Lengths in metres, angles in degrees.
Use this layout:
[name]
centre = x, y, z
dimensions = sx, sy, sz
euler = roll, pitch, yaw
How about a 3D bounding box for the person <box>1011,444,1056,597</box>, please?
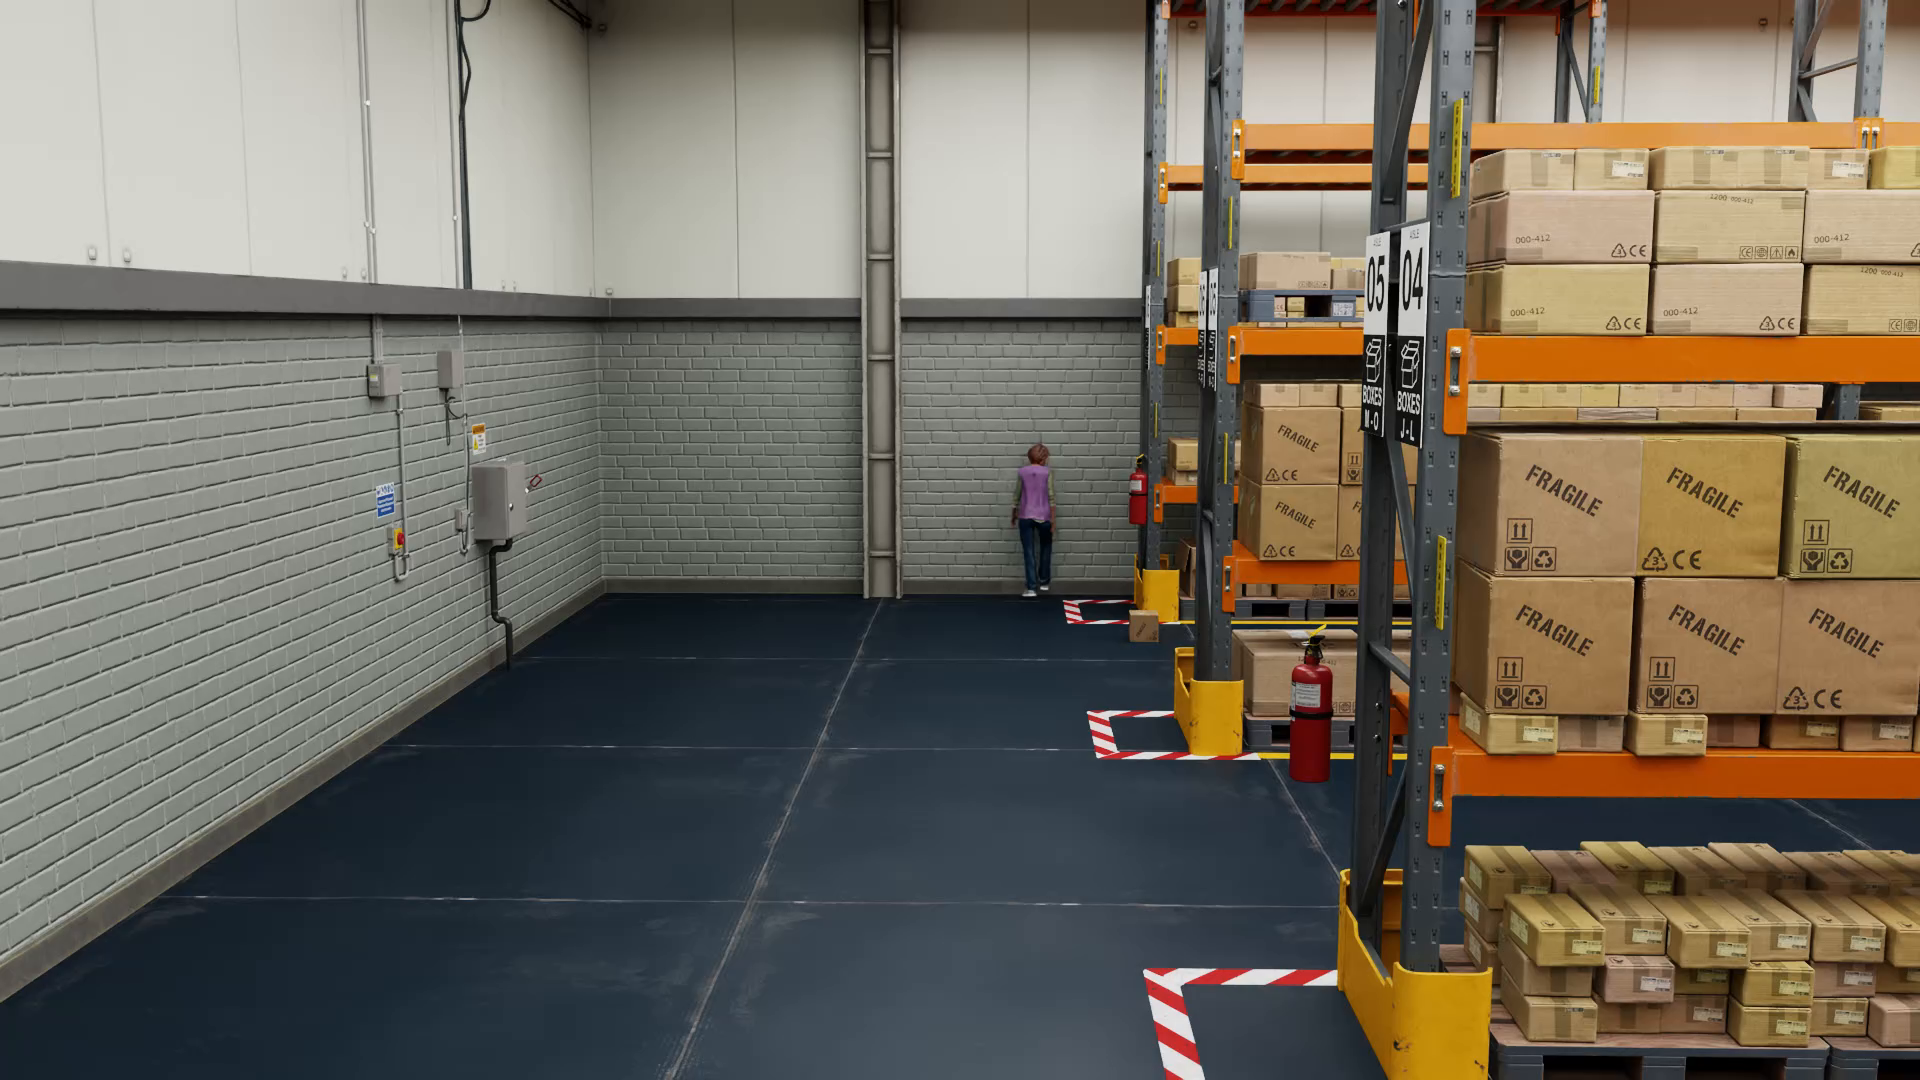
[person]
centre = 0.763, -0.210, 17.314
dimensions = 0.464, 1.569, 0.694
euler = 0, 7, 1
